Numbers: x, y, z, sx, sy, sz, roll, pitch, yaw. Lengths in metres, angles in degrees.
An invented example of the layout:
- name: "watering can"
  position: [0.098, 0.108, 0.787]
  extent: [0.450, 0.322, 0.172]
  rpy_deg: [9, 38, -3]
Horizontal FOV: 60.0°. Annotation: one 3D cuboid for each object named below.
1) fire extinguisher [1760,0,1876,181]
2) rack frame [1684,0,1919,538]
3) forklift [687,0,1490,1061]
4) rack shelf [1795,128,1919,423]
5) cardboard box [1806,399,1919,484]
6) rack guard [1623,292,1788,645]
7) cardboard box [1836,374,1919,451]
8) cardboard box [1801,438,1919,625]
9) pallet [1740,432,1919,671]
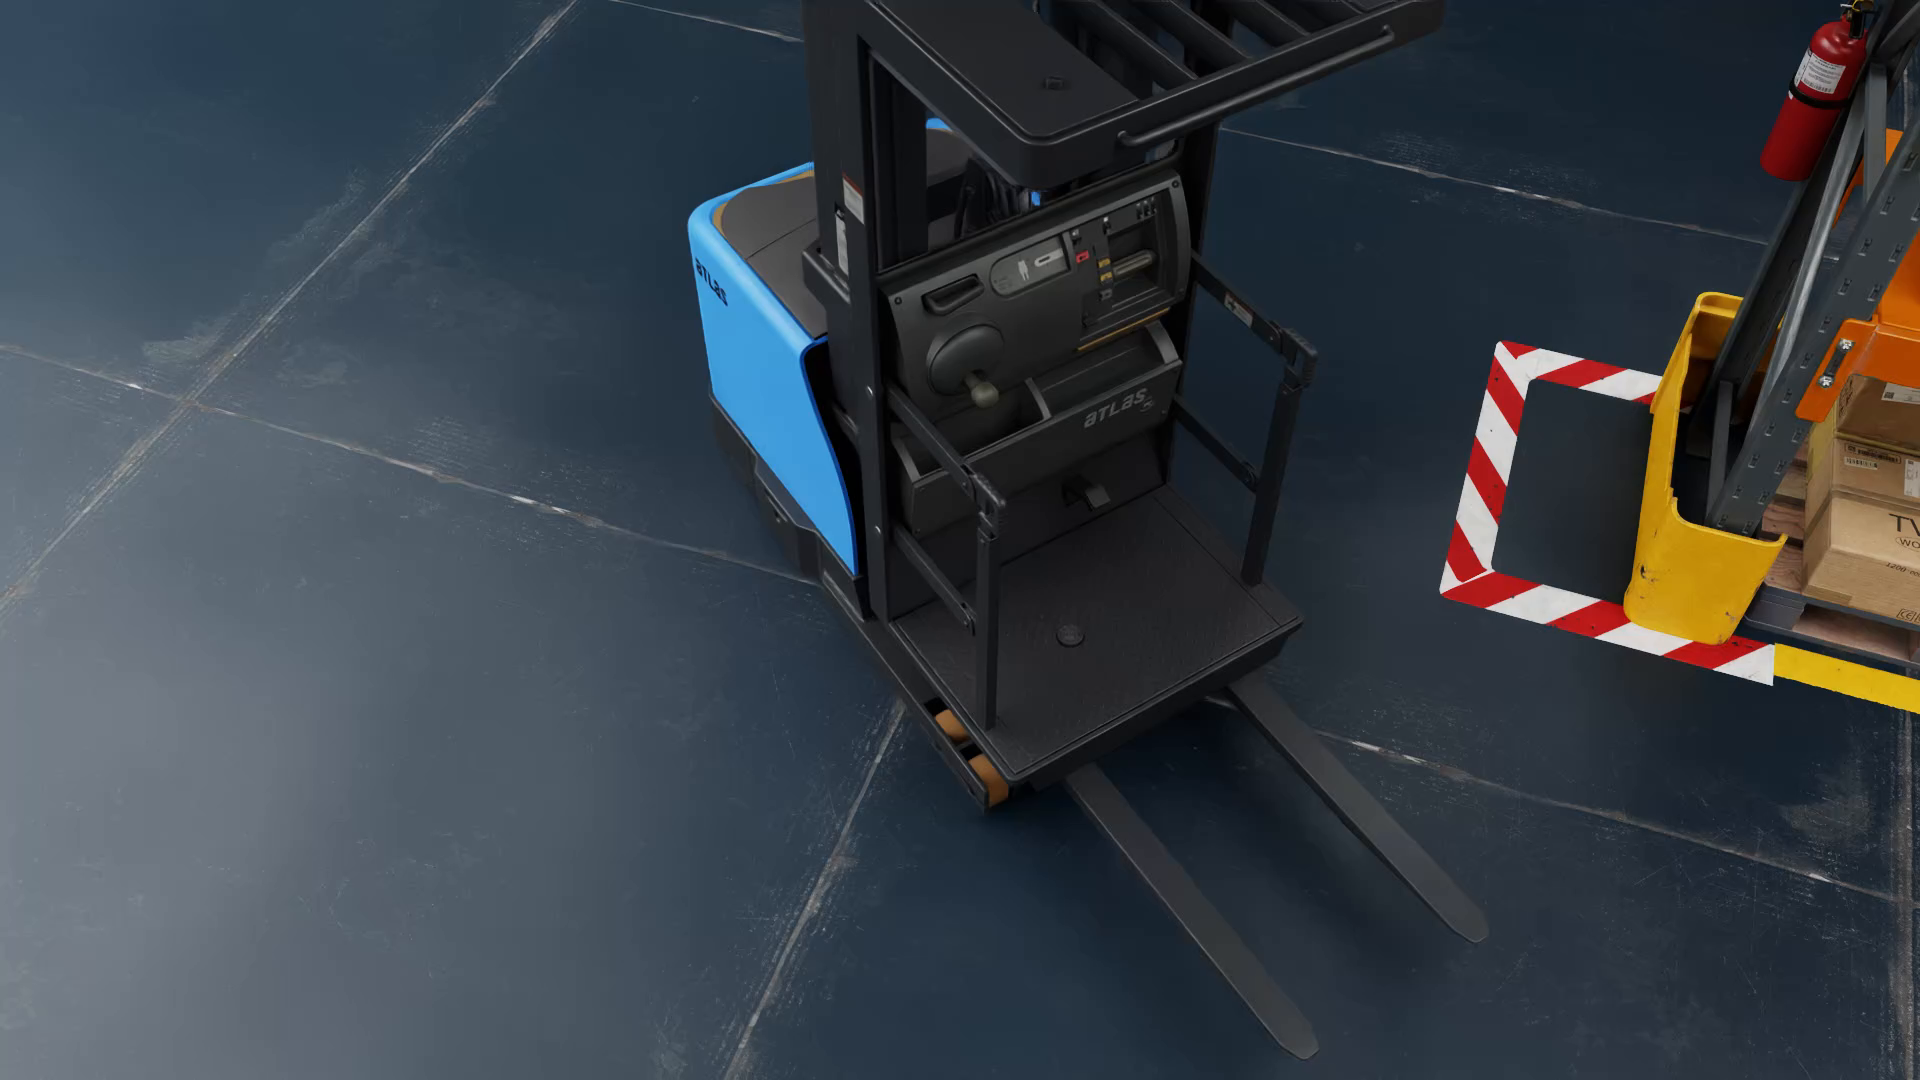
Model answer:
- name: "fire extinguisher"
  position: [2.631, -1.410, 5.039]
  extent: [0.183, 0.674, 0.296]
  rpy_deg: [16, 51, 13]
- name: "rack frame"
  position: [2.581, -1.075, 4.697]
  extent: [0.127, 3.000, 1.000]
  rpy_deg: [16, 51, 13]
- name: "forklift"
  position: [0.344, -0.566, 4.301]
  extent: [1.130, 2.935, 3.031]
  rpy_deg: [-26, 54, -21]
- name: "rack shelf"
  position: [4.457, -0.316, 4.515]
  extent: [4.000, 0.370, 1.077]
  rpy_deg: [16, 51, 13]
- name: "cardboard box"
  position: [3.186, -0.381, 5.637]
  extent: [0.500, 0.250, 0.500]
  rpy_deg: [16, 51, 13]
- name: "rack guard"
  position: [2.558, -0.263, 5.647]
  extent: [0.348, 0.500, 1.175]
  rpy_deg: [16, 51, 13]
- name: "cardboard box"
  position: [3.187, -0.629, 5.355]
  extent: [0.500, 0.500, 0.500]
  rpy_deg: [16, 51, 13]
- name: "cardboard box"
  position: [3.007, -0.014, 5.319]
  extent: [0.500, 0.250, 0.500]
  rpy_deg: [16, 51, 13]
- name: "pallet"
  position: [3.313, 0.008, 5.603]
  extent: [1.213, 0.211, 1.003]
  rpy_deg: [16, 51, 13]
